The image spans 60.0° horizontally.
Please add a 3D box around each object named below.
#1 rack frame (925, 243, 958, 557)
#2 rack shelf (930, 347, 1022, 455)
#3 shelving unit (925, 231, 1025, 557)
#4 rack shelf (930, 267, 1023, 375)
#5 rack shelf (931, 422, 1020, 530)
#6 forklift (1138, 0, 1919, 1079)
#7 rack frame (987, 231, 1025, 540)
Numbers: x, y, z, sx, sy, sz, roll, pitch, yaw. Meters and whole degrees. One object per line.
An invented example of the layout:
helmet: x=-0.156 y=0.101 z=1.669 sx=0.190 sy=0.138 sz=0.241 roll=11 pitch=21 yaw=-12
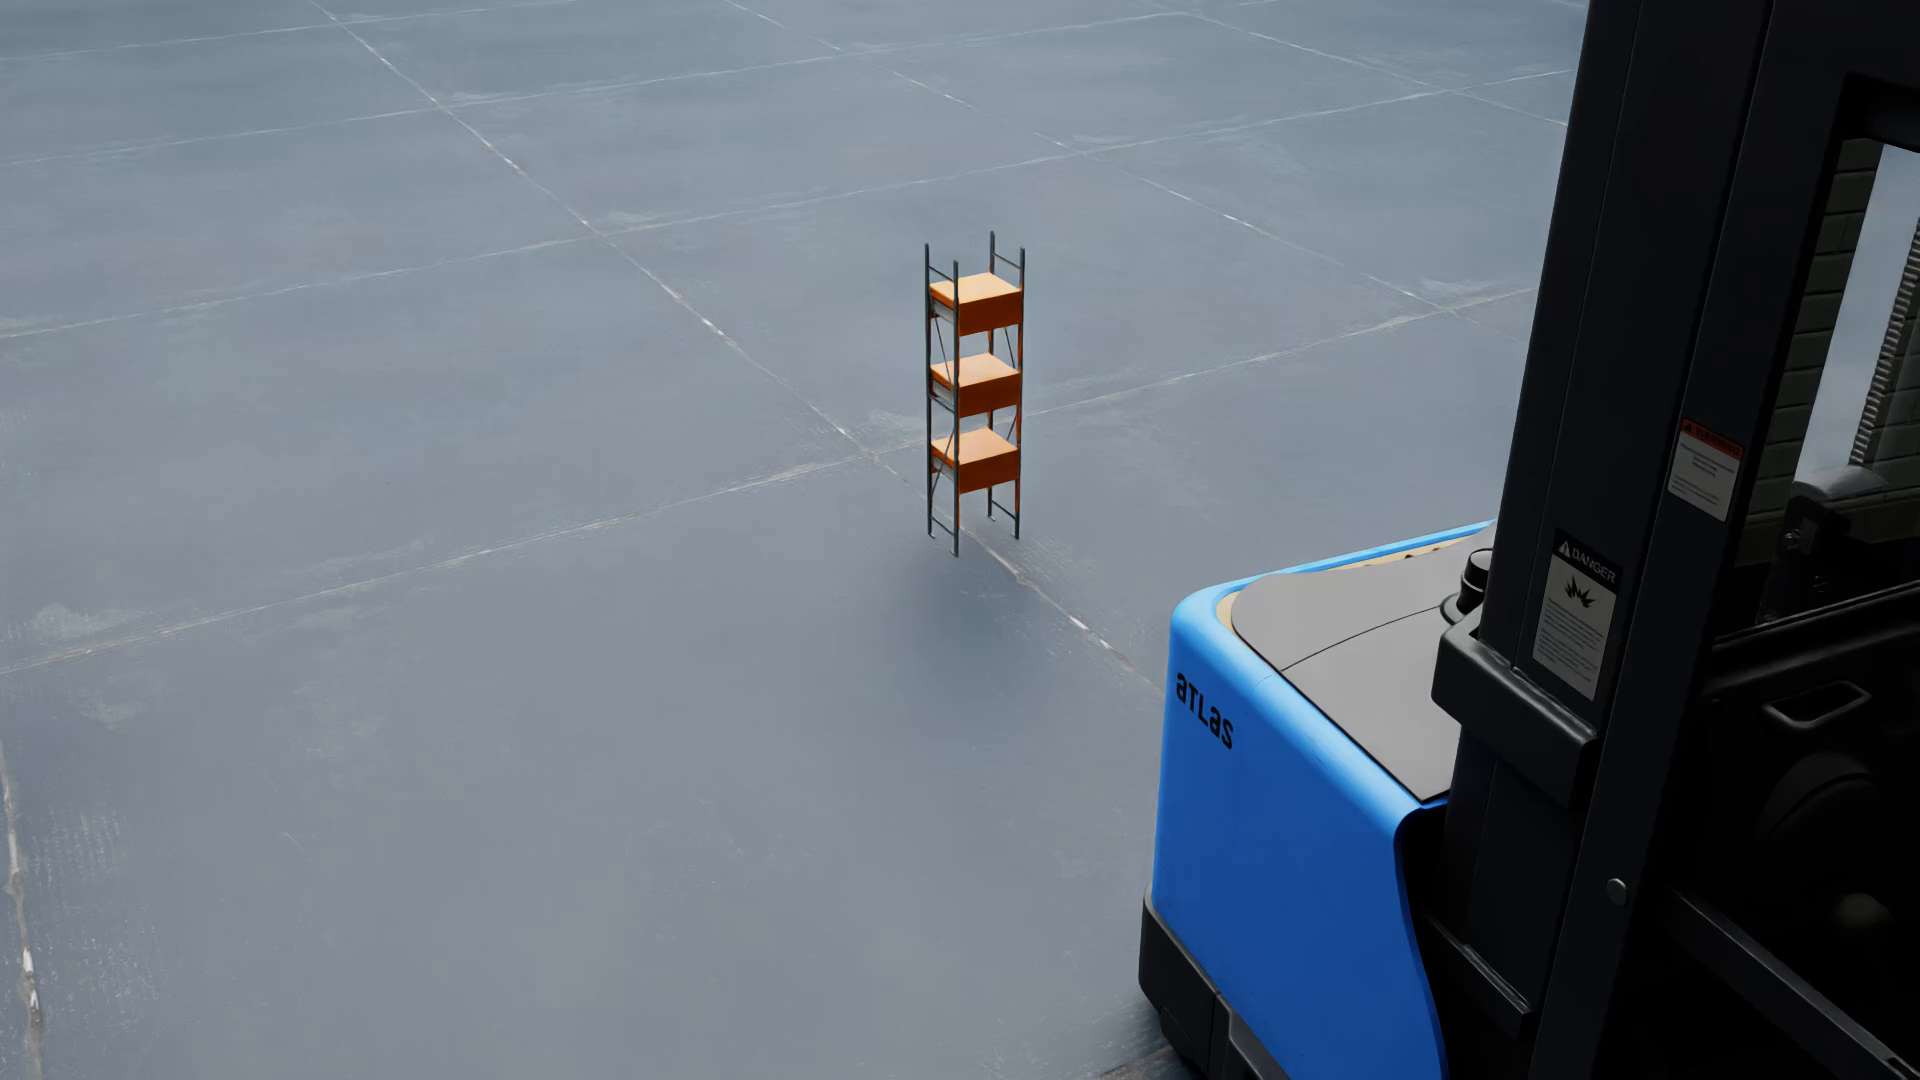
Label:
rack frame: x=-0.059 y=-0.443 z=5.466 sx=0.008 sy=1.050 sz=0.200 roll=-16 pitch=33 yaw=-26
rack shelf: x=0.046 y=-0.463 z=5.525 sx=0.240 sy=0.259 sz=0.215 roll=-16 pitch=33 yaw=-26
shelving unit: x=0.046 y=-0.473 z=5.520 sx=0.252 sy=1.050 sz=0.215 roll=-16 pitch=33 yaw=-26
rack shelf: x=0.046 y=-0.712 z=5.388 sx=0.240 sy=0.259 sz=0.215 roll=-16 pitch=33 yaw=-26
rack shelf: x=0.046 y=-0.220 z=5.659 sx=0.240 sy=0.259 sz=0.215 roll=-16 pitch=33 yaw=-26
forklift: x=1.462 y=0.322 z=2.132 sx=1.130 sy=2.935 sz=3.031 roll=-12 pitch=31 yaw=-21
rack frame: x=0.151 y=-0.503 z=5.574 sx=0.008 sy=1.050 sz=0.200 roll=-16 pitch=33 yaw=-26
